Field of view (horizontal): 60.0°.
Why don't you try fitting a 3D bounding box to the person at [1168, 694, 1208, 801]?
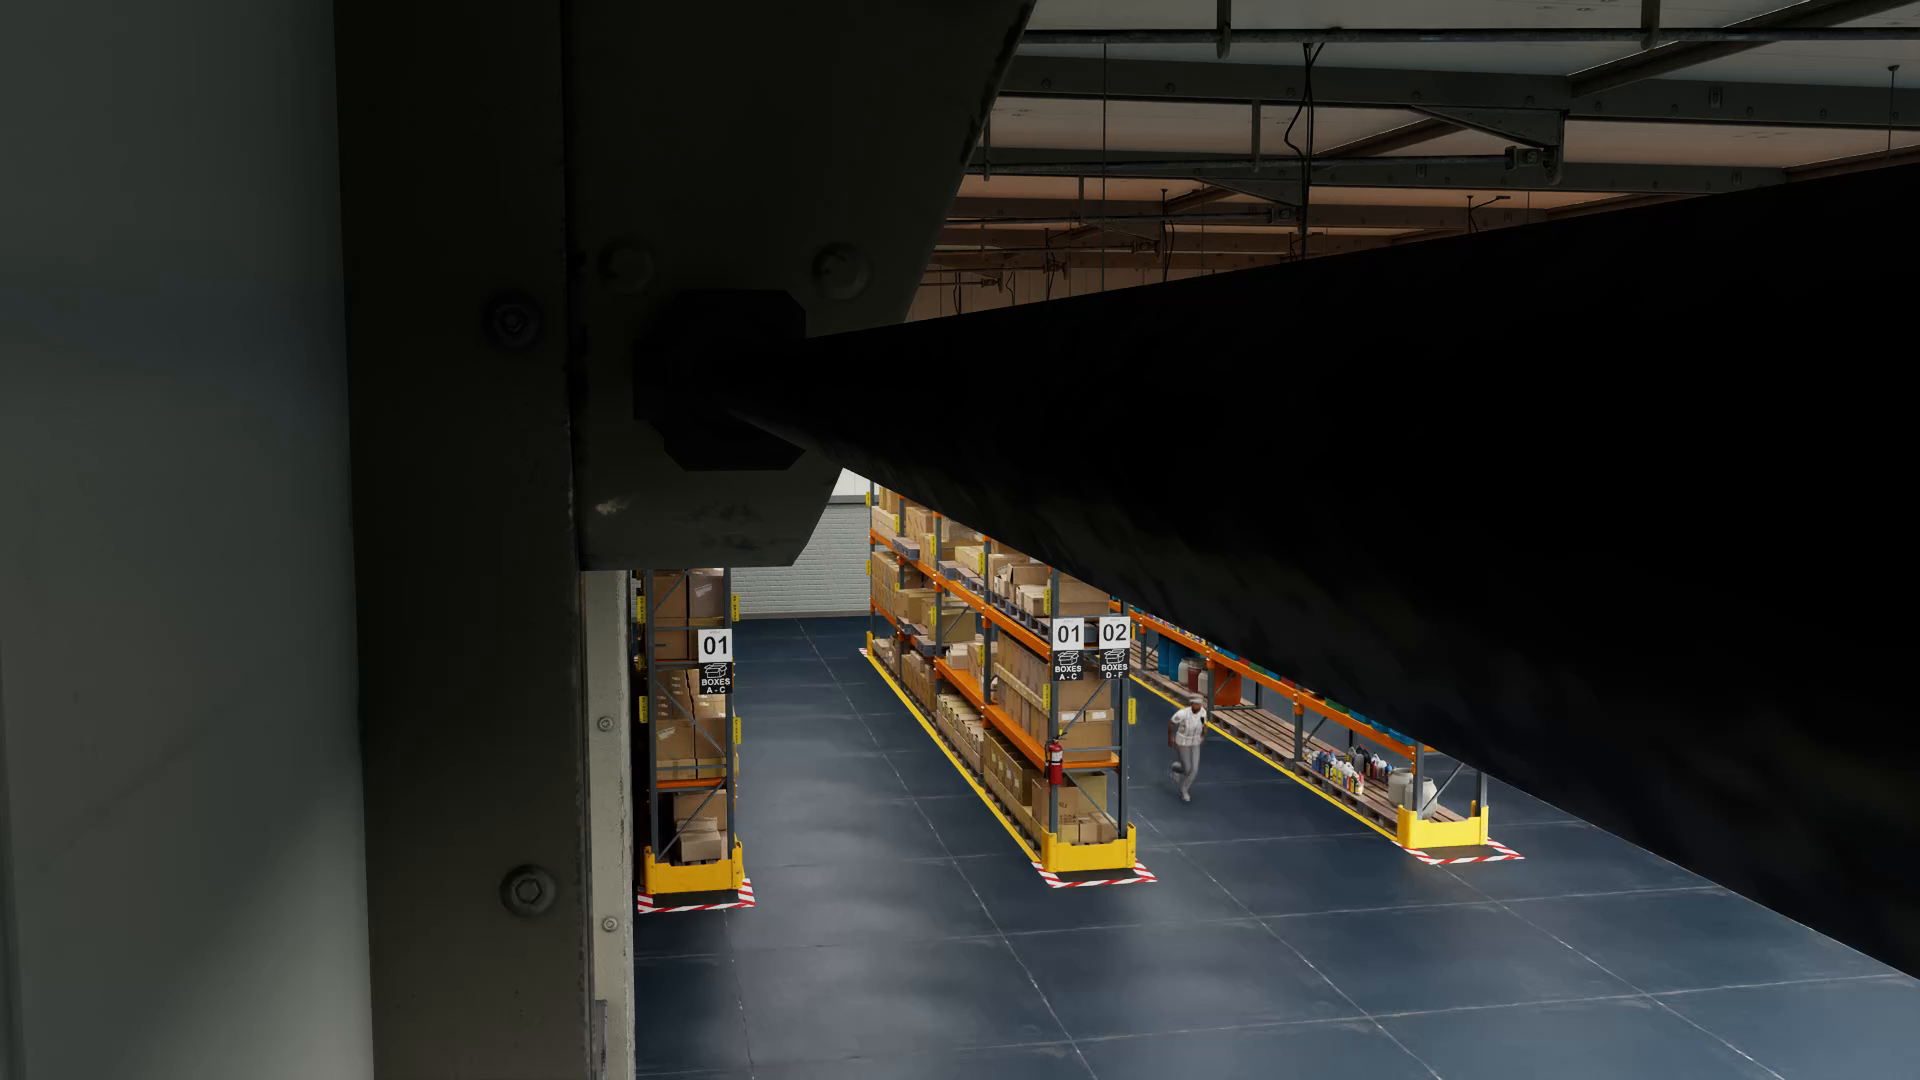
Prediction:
[{"bbox_3d":[3.340,3.007,24.413,0.565,1.620,0.709,-3,7,-24],"label":"person"}]
